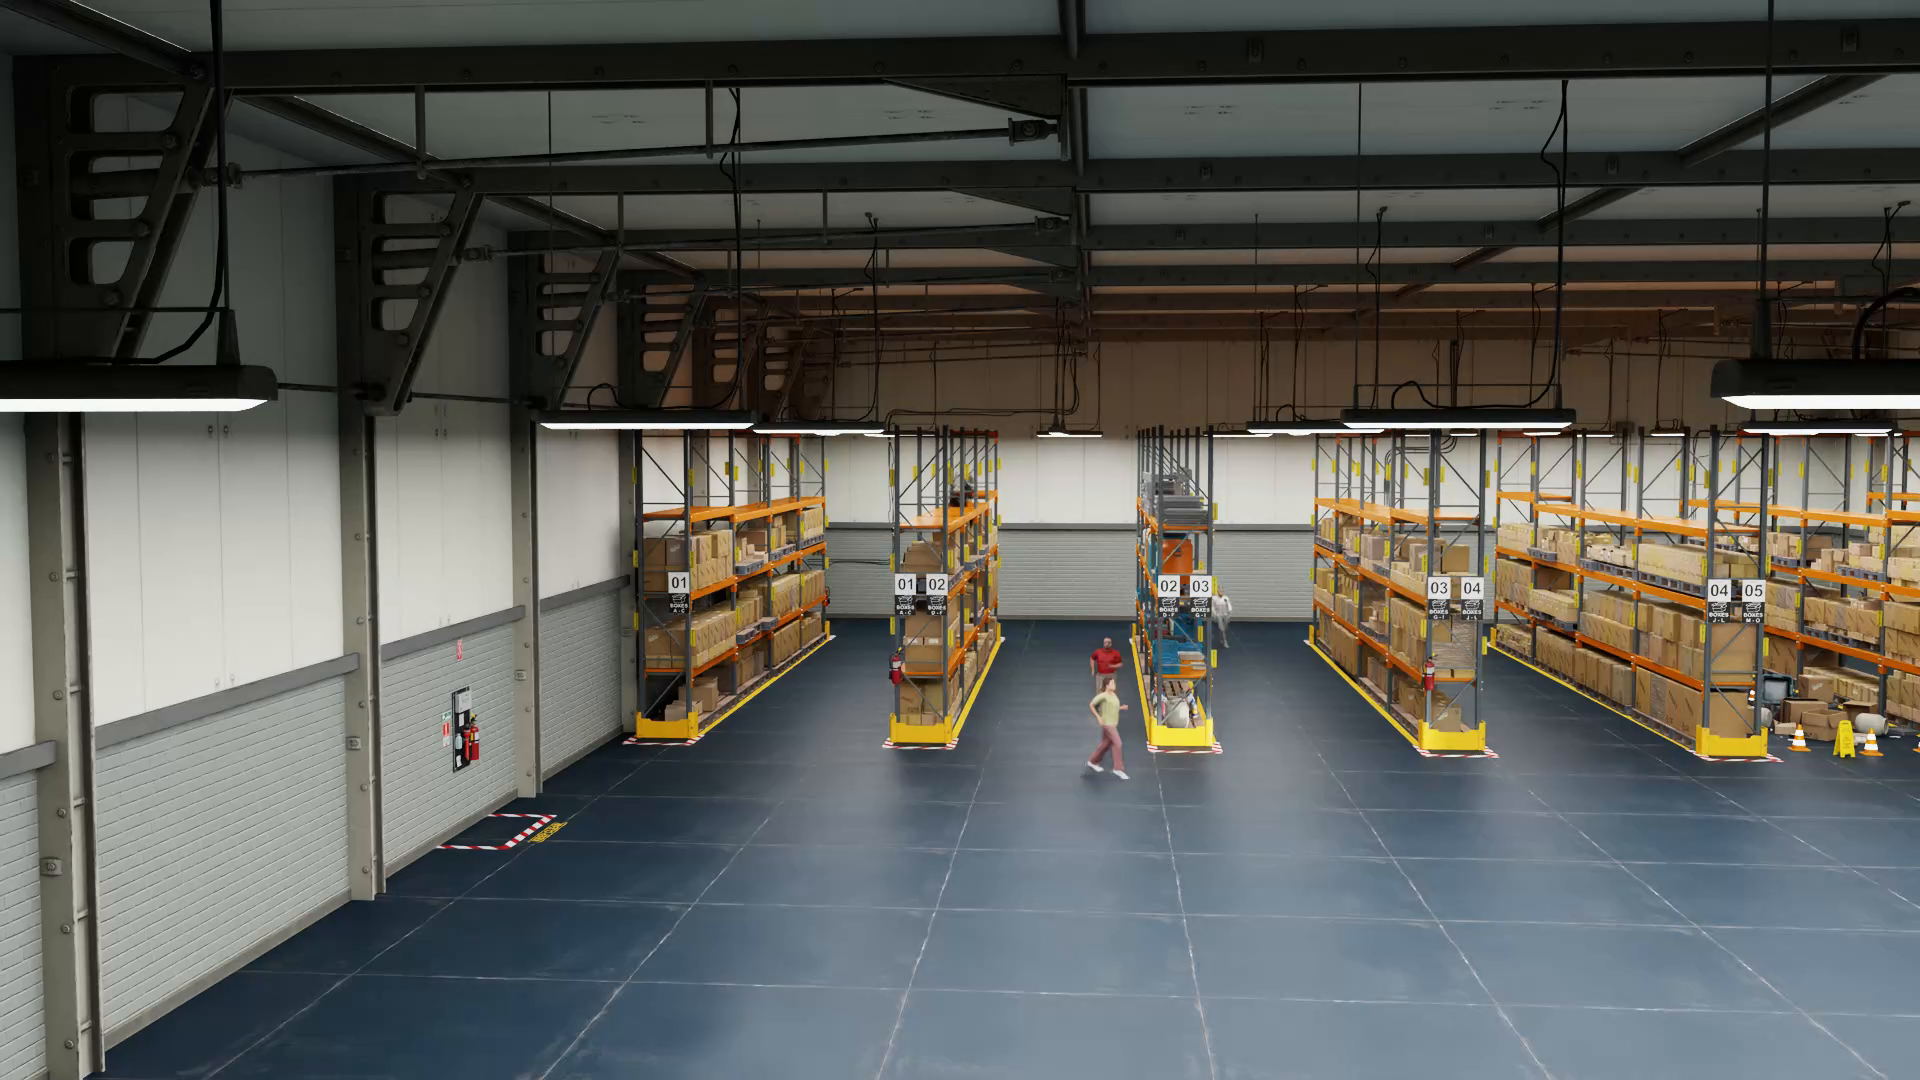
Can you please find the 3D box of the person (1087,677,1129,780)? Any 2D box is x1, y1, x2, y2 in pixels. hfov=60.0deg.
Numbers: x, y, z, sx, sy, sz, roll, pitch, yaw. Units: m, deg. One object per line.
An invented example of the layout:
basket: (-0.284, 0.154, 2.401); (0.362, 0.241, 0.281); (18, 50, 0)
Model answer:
person: (2.522, 3.174, 28.262); (0.838, 1.714, 0.555); (2, 4, 28)

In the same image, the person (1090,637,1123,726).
person: (2.956, 2.857, 33.544); (0.635, 1.802, 0.779); (0, 3, 1)

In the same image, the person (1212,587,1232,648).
person: (7.229, 2.124, 46.133); (0.630, 1.693, 0.790); (-1, 3, -9)
